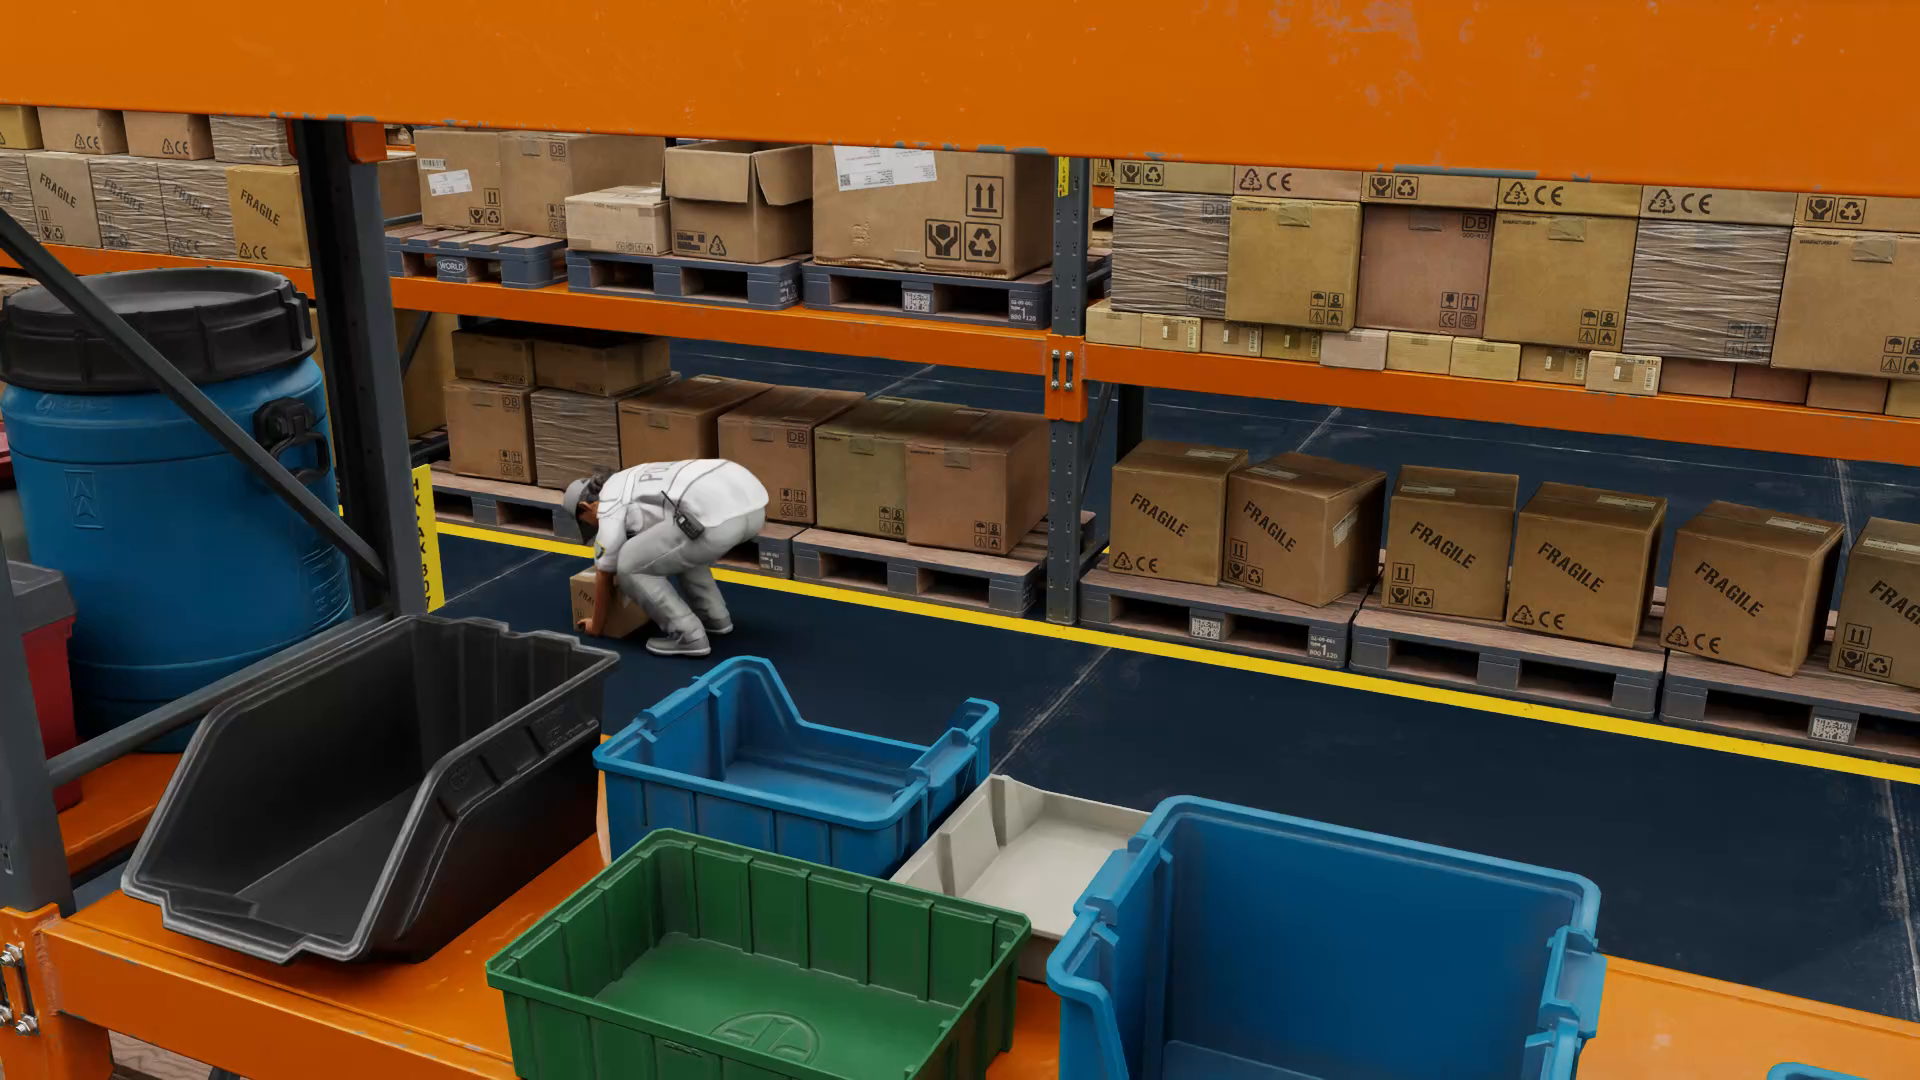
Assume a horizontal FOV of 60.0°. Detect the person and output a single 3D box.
[{"bbox_3d":[-1.305,-0.020,7.208,0.939,0.953,0.504,7,20,20],"label":"person"}]
